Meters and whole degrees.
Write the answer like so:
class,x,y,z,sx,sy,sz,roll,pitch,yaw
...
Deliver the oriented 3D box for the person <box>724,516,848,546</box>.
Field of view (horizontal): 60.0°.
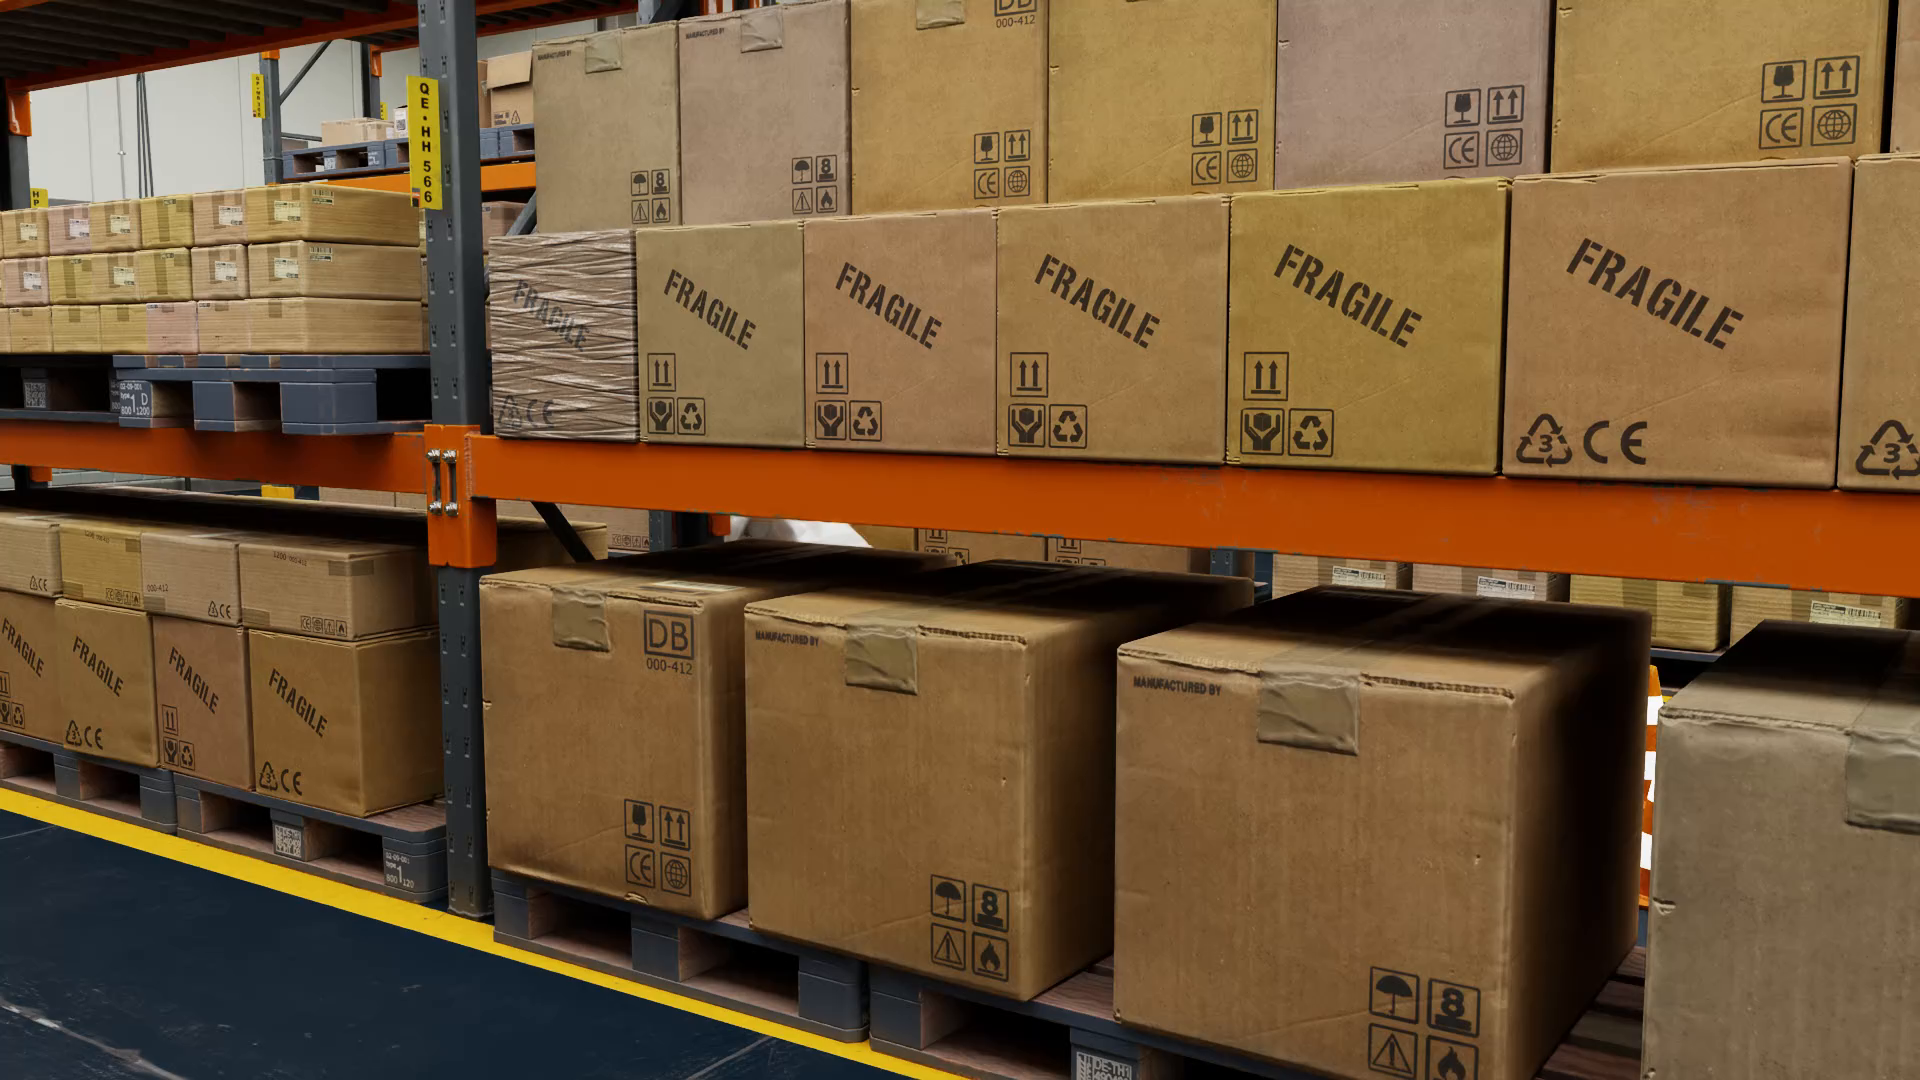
class,x,y,z,sx,sy,sz,roll,pitch,yaw
person,-0.840,0.191,7.436,0.888,1.009,0.587,4,8,33
